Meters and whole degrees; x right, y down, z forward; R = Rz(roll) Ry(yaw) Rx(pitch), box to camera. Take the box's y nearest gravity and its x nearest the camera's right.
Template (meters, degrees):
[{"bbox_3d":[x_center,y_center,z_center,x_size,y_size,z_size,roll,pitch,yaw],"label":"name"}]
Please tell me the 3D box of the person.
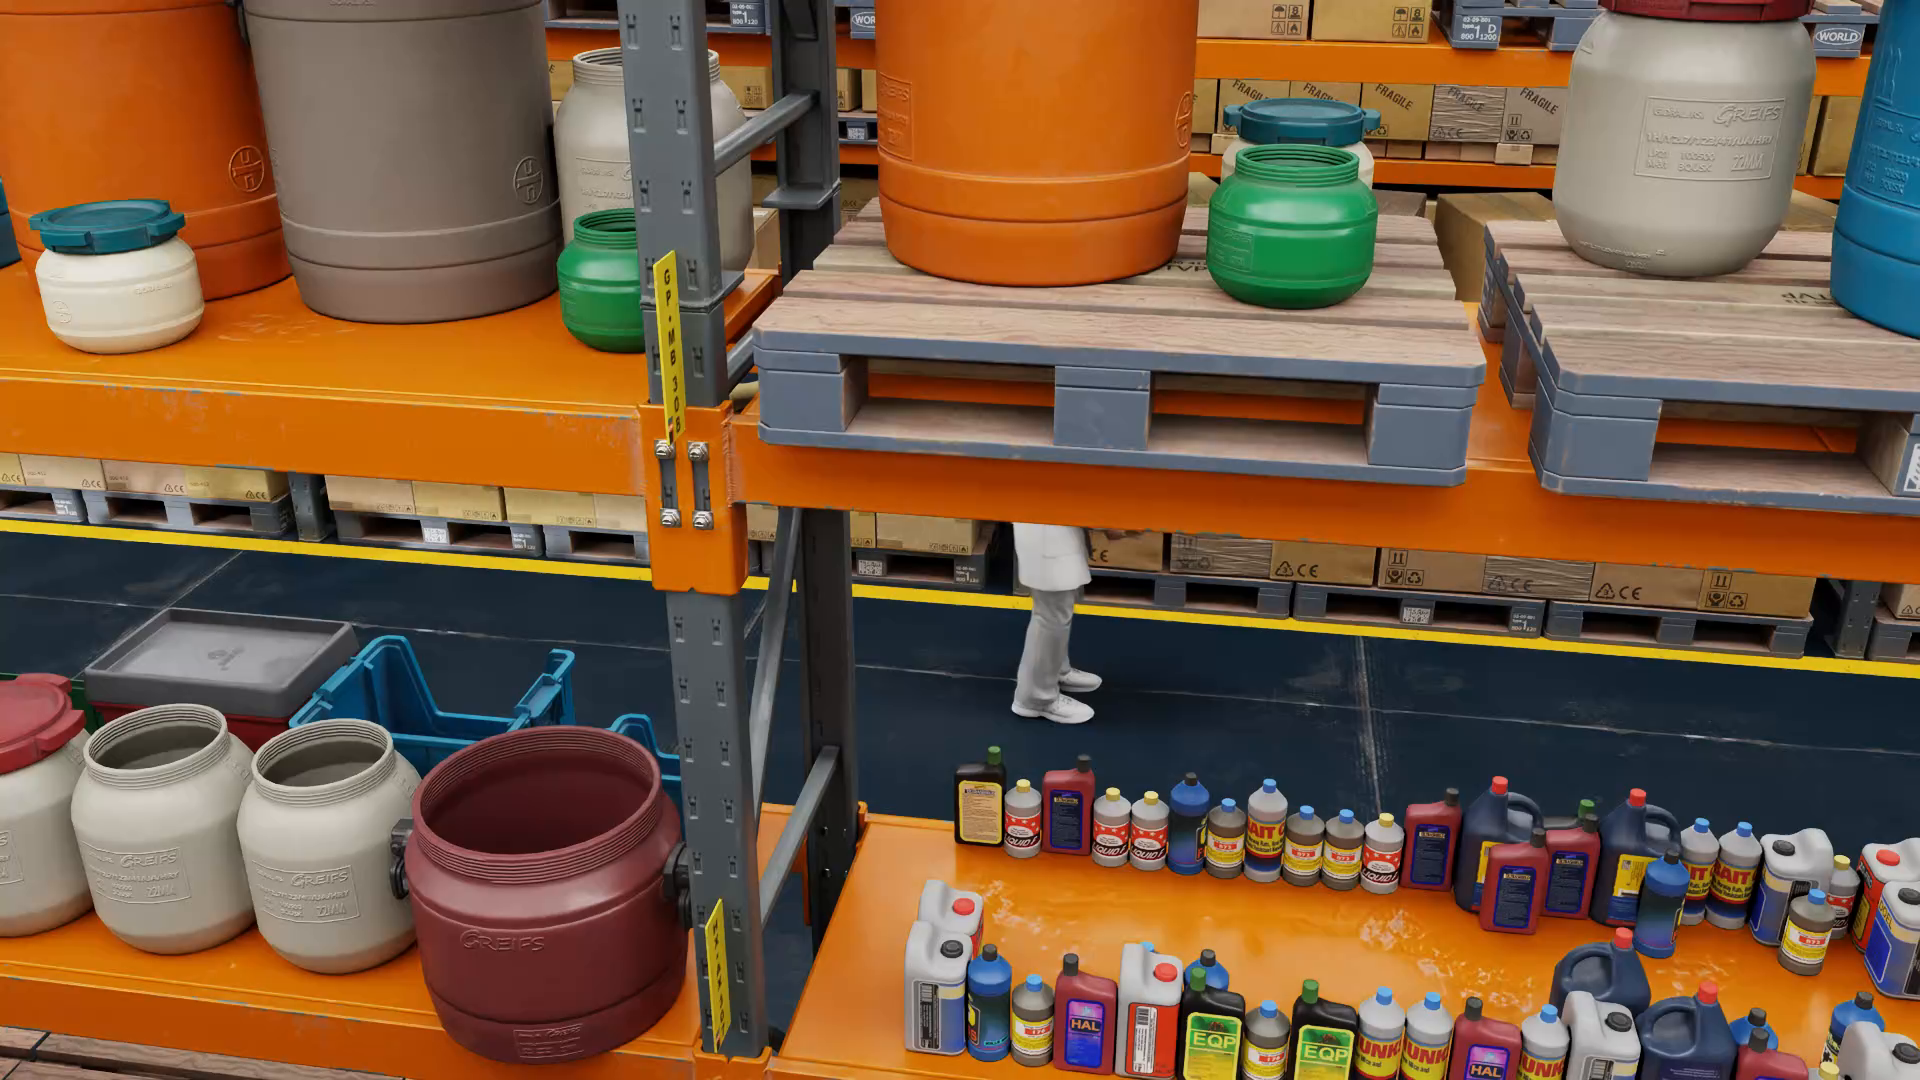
[{"bbox_3d":[0.517,-0.063,7.265,0.556,1.780,0.526,4,25,8],"label":"person"}]
